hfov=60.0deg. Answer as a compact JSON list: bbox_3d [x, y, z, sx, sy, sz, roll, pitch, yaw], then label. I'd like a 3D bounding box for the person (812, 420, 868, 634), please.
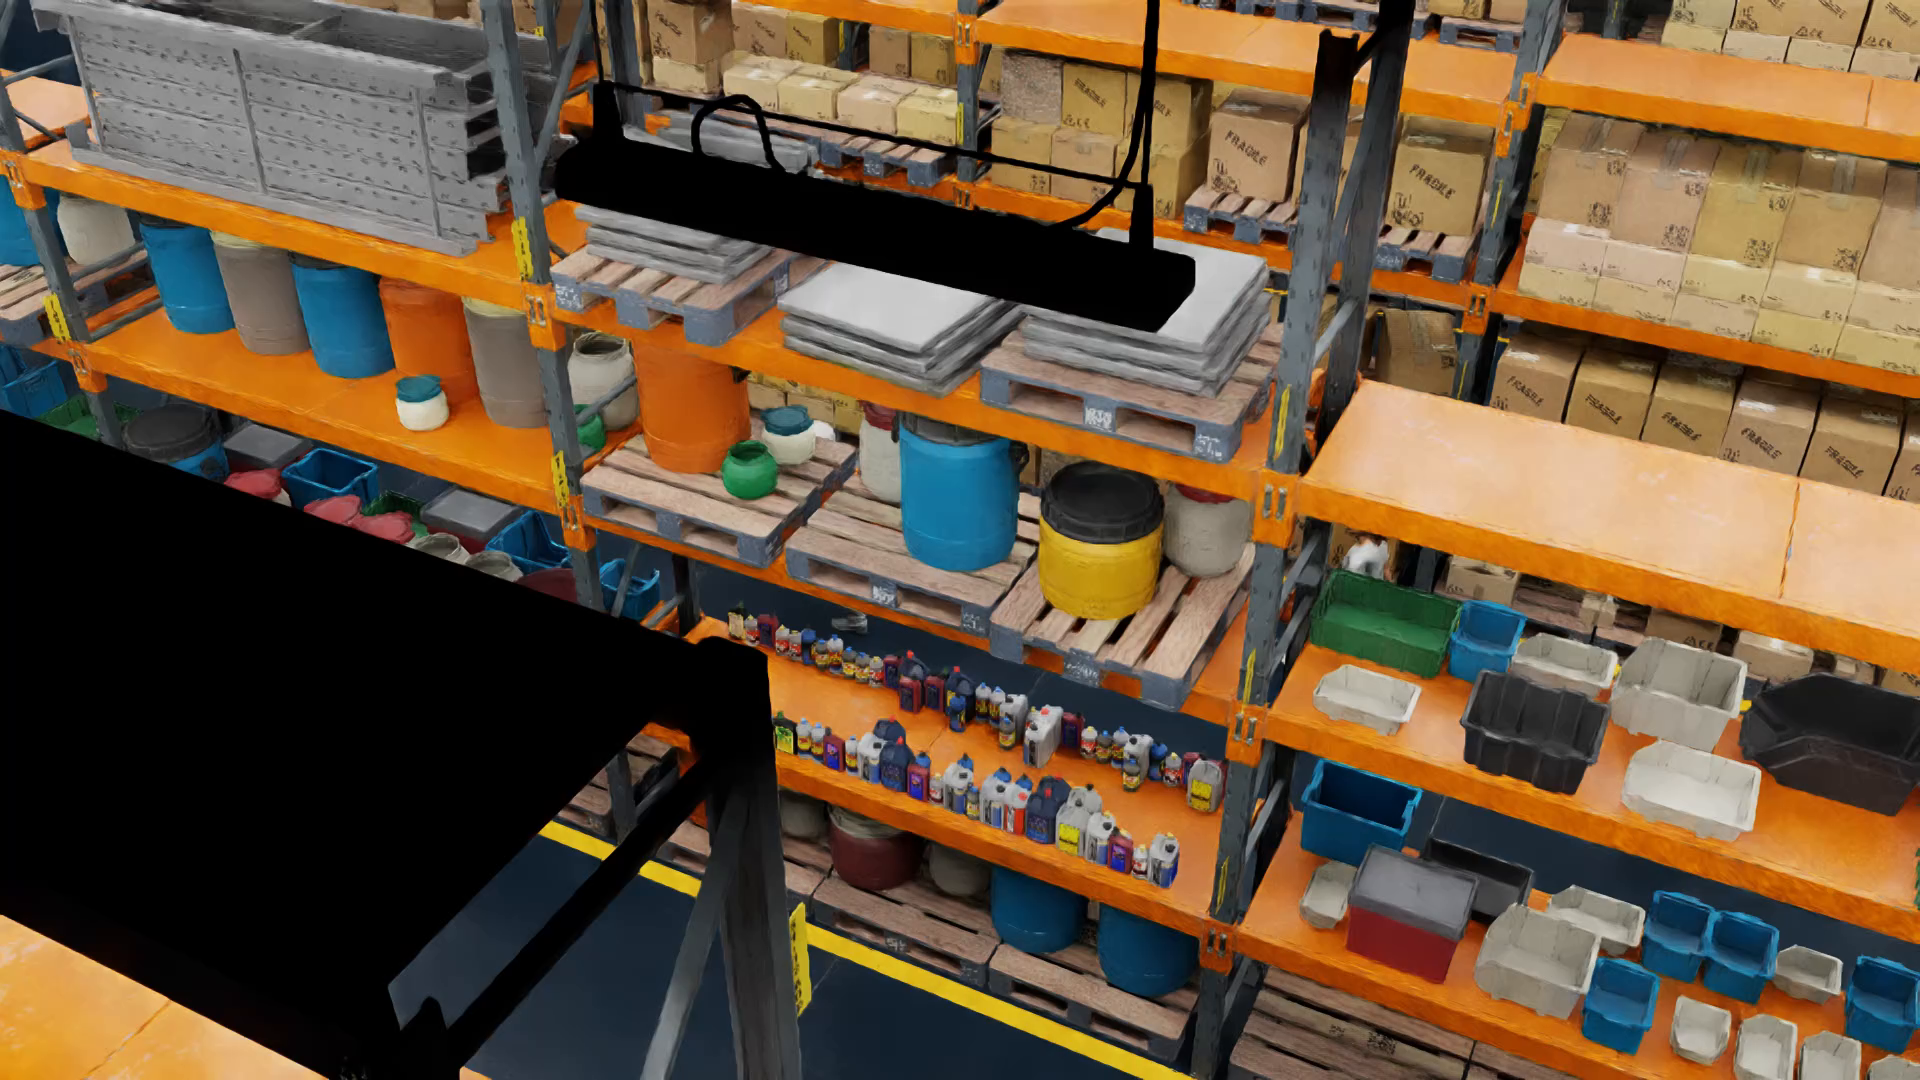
[{"bbox_3d":[-0.920,-0.121,12.546,0.552,1.742,0.677,15,38,20],"label":"person"}]

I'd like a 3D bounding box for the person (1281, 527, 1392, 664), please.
[{"bbox_3d":[2.829,0.454,11.814,1.019,1.612,0.455,15,38,21],"label":"person"}]
